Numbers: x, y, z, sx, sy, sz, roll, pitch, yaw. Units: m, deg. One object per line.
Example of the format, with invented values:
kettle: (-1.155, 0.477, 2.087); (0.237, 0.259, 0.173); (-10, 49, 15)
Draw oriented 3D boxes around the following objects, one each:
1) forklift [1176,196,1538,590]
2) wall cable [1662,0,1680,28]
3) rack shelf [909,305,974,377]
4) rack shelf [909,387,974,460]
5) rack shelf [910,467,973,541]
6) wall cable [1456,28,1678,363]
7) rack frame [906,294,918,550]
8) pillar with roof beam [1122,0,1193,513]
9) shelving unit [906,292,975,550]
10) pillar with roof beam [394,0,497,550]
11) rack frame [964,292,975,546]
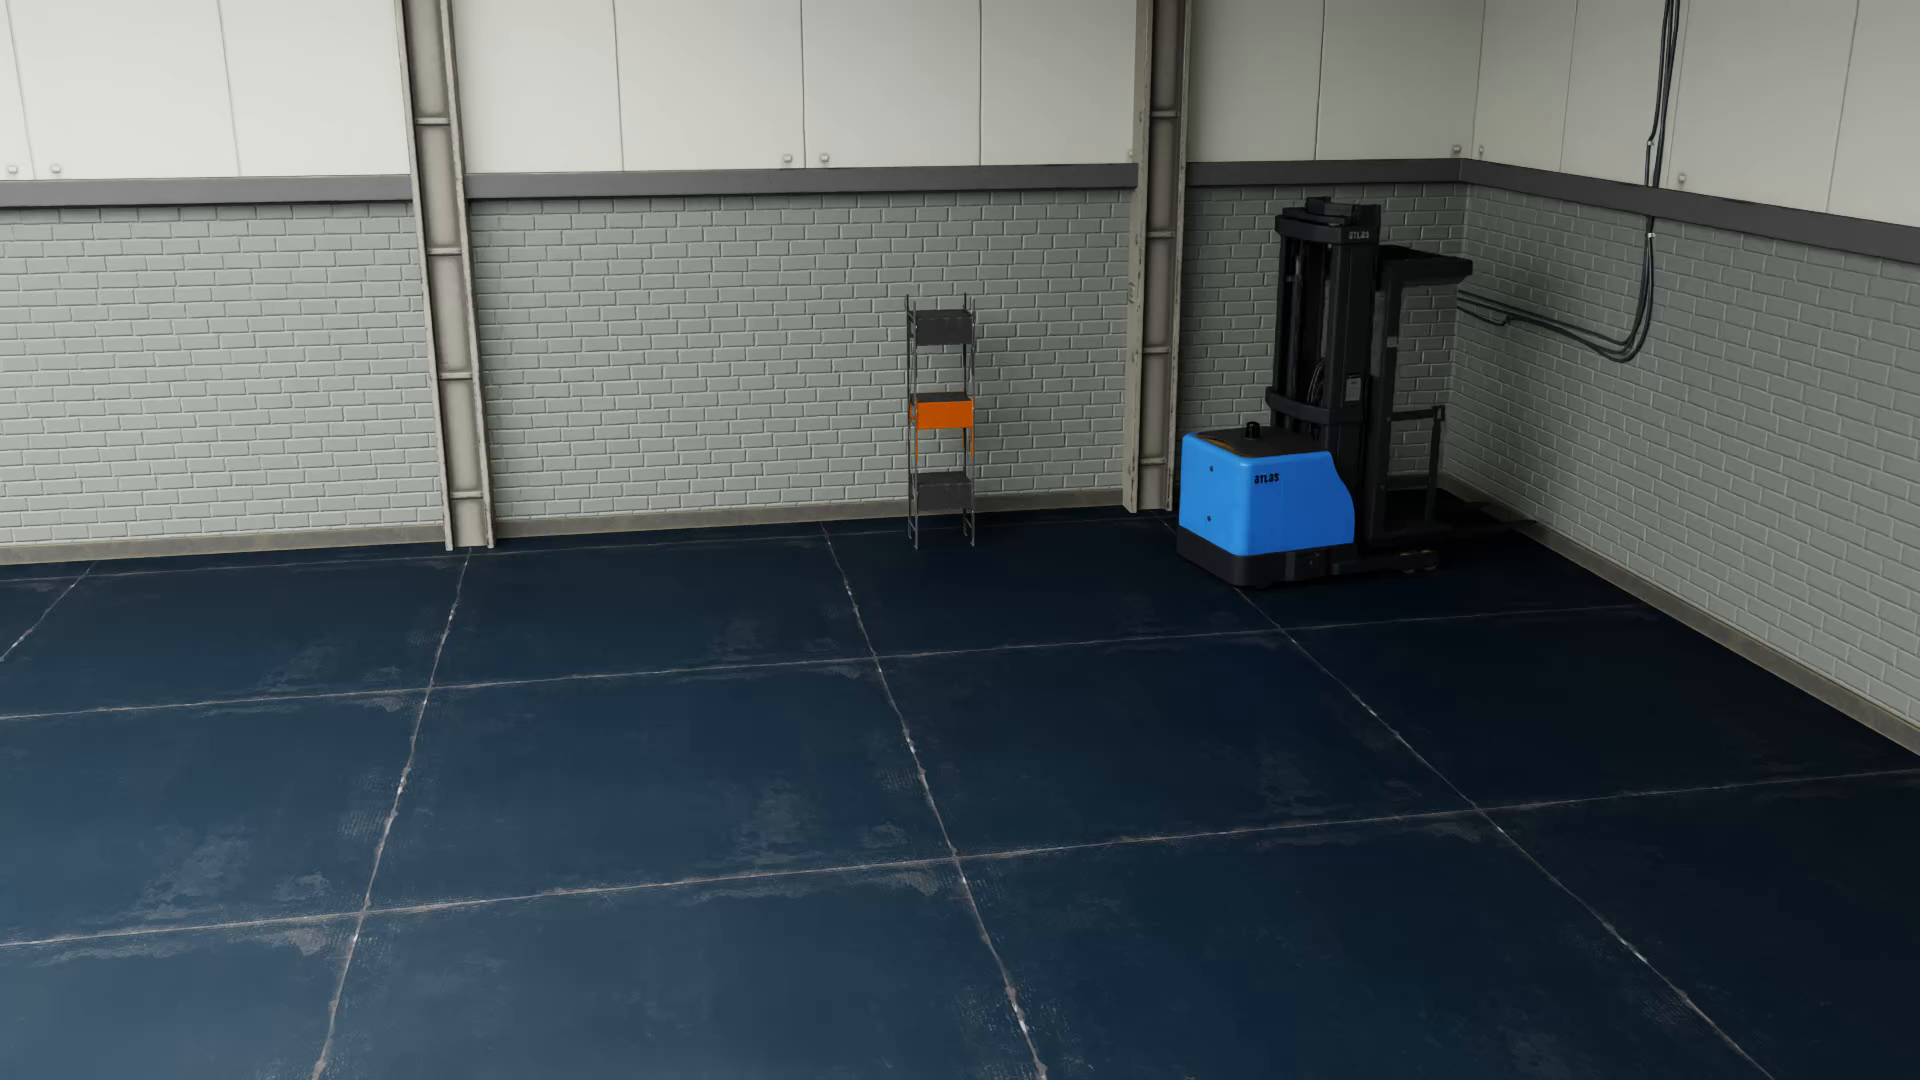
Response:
forklift: (3.356, -1.270, 13.453); (3.031, 2.935, 1.130); (-7, 18, -20)
wall cable: (5.378, -4.536, 10.442); (0.112, 2.526, 3.097); (-3, 17, -10)
rack shelf: (-0.162, -1.651, 13.772); (0.480, 0.518, 0.431); (-3, 17, -10)
rack shelf: (-0.162, -0.981, 13.977); (0.480, 0.518, 0.431); (-3, 17, -10)
rack shelf: (-0.163, -0.312, 14.183); (0.480, 0.518, 0.431); (-3, 17, -10)
wall cable: (4.864, -2.902, 13.722); (0.112, 2.526, 3.097); (-3, 17, -10)
rack frame: (-0.402, -0.981, 13.929); (0.015, 2.100, 0.400); (-3, 17, -10)
pillar with roof beam: (2.538, -3.363, 9.933); (0.400, 9.000, 9.100); (-3, 17, -10)
shelving unit: (-0.162, -0.995, 13.973); (0.503, 2.100, 0.431); (-3, 17, -10)
pillar with roof beam: (-3.353, -3.028, 8.845); (0.400, 9.000, 9.100); (-3, 17, -10)
rack frame: (0.077, -1.008, 14.018); (0.015, 2.100, 0.400); (-3, 17, -10)
